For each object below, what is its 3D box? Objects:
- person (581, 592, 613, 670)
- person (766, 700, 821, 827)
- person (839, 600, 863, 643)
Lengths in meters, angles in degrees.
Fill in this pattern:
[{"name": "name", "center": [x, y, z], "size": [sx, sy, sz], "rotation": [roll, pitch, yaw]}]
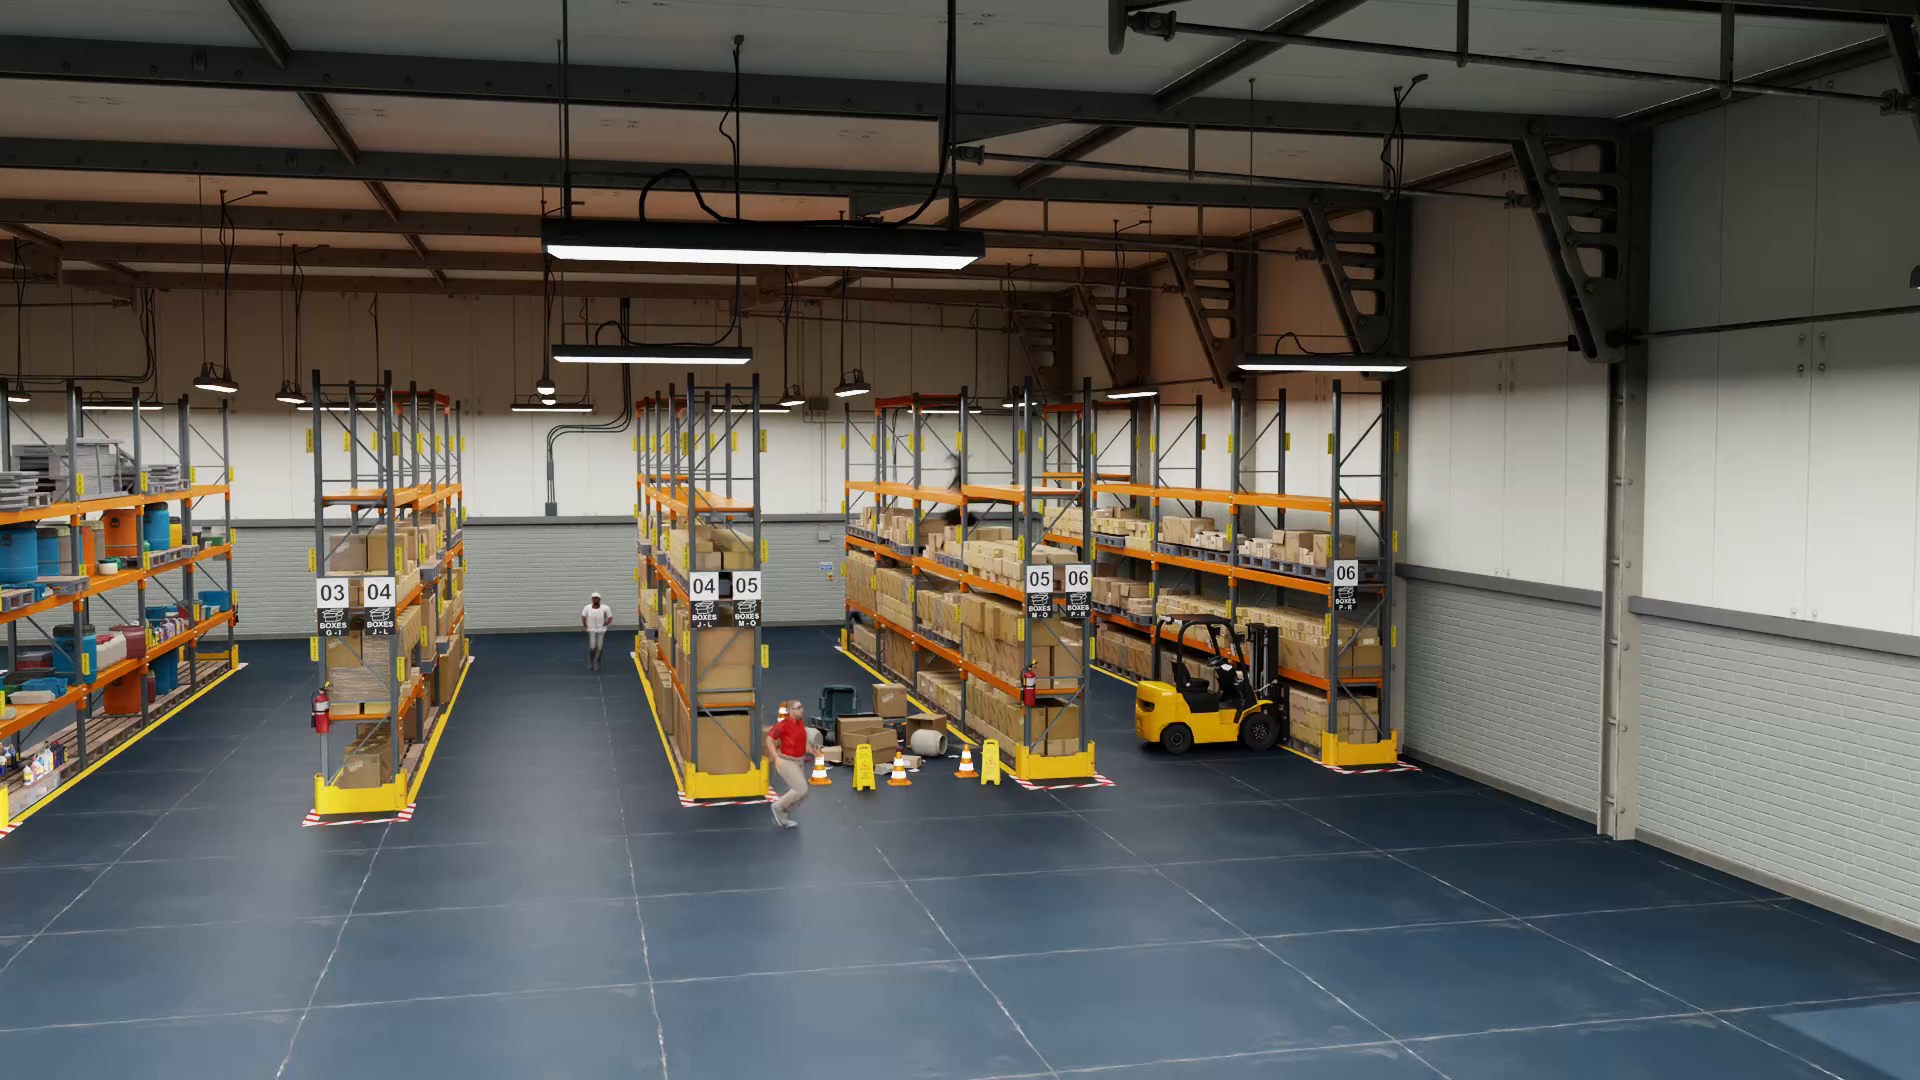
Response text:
[{"name": "person", "center": [-7.990, 2.016, 36.602], "size": [0.677, 1.729, 0.607], "rotation": [-1, 3, -11]}, {"name": "person", "center": [-2.138, 2.907, 21.572], "size": [0.671, 1.671, 0.647], "rotation": [1, 4, 24]}, {"name": "person", "center": [-2.643, 1.798, 41.743], "size": [0.773, 1.613, 0.564], "rotation": [0, 3, -1]}]
